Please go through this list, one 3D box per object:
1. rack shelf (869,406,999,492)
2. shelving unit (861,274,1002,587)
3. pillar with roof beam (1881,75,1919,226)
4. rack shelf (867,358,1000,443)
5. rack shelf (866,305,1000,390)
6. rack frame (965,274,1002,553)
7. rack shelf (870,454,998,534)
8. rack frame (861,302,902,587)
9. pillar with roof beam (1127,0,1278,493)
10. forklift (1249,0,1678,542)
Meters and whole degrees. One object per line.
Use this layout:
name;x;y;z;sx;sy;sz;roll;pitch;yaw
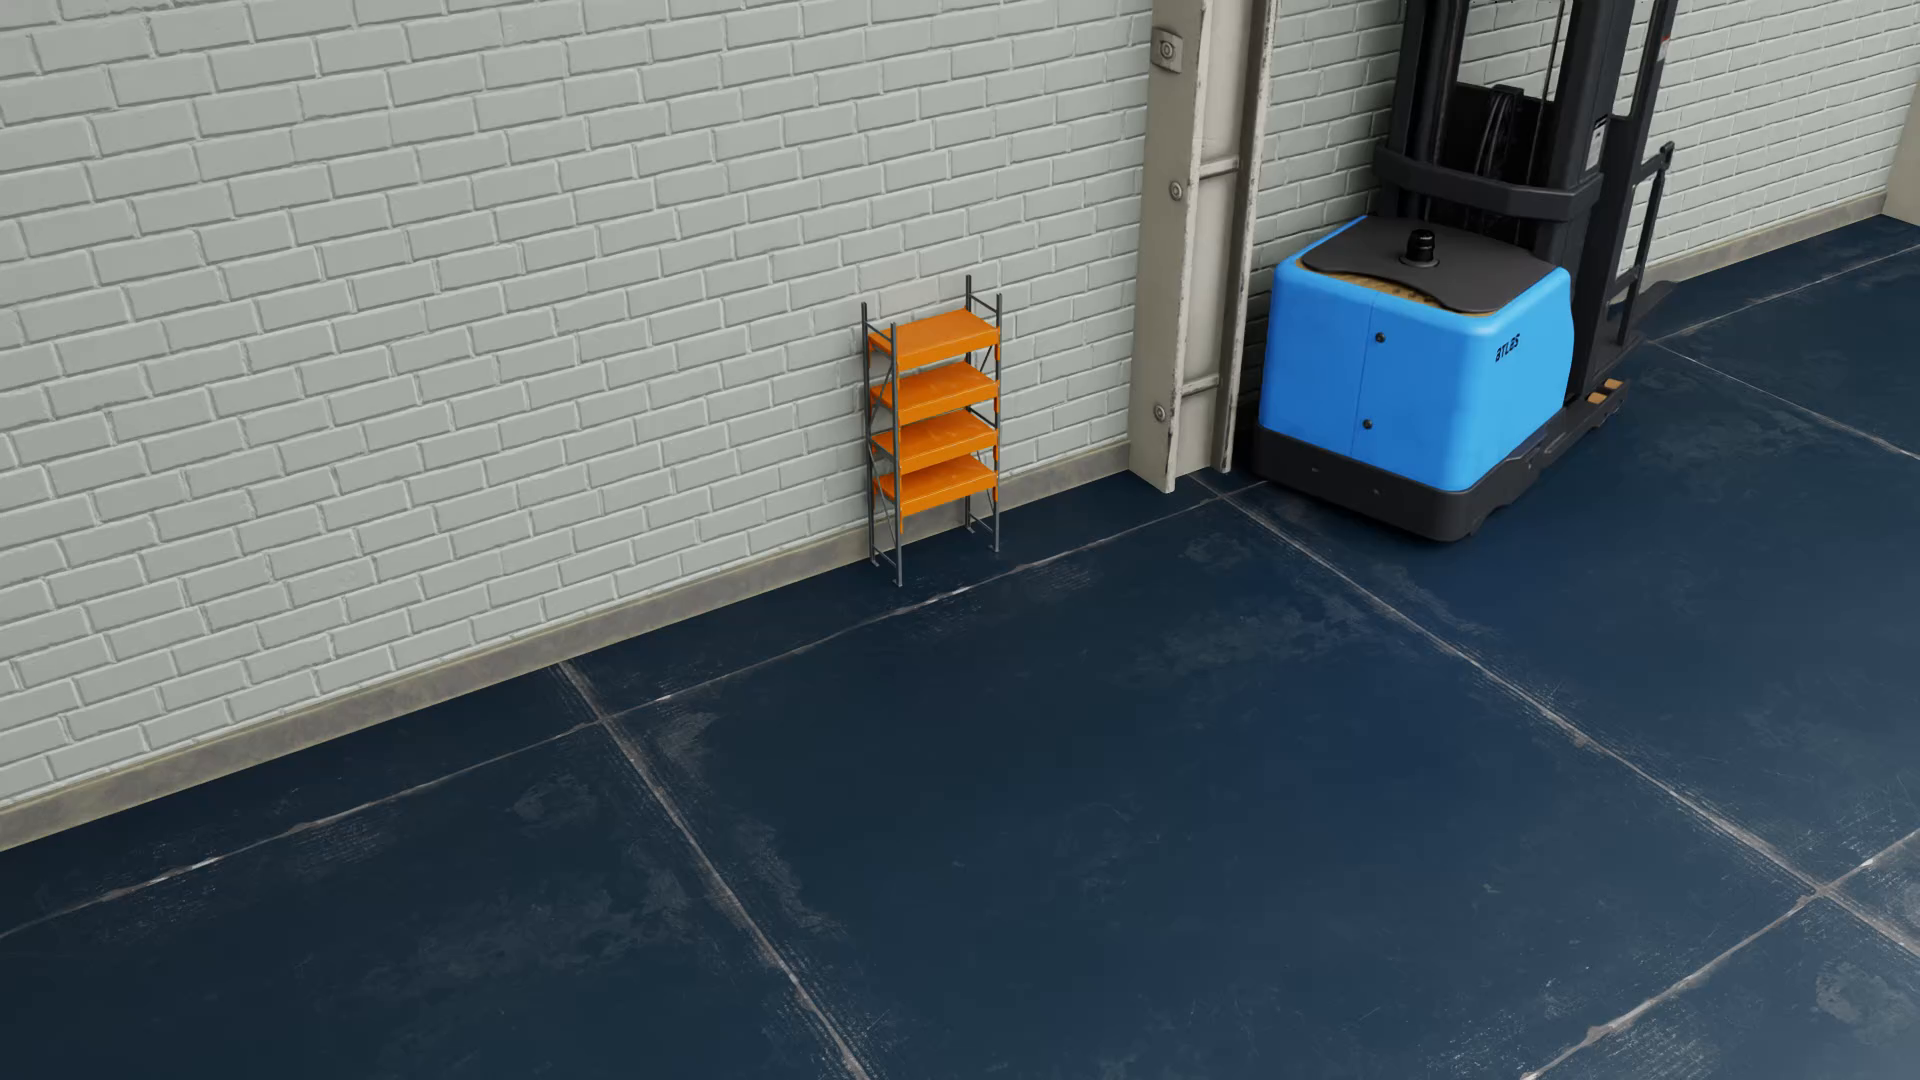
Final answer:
rack shelf;-0.109;-0.380;6.853;0.480;0.148;0.258;-19;37;-28
shelving unit;-0.109;-0.437;6.817;0.503;1.200;0.258;-19;37;-28
pillar with roof beam;8.395;-3.947;5.073;0.400;9.000;9.100;-19;37;-27
rack shelf;-0.109;-0.569;6.733;0.480;0.148;0.258;-19;37;-28
rack shelf;-0.109;-0.769;6.607;0.480;0.148;0.258;-19;37;-28
rack frame;0.094;-0.508;6.930;0.015;1.200;0.240;-19;37;-28
rack shelf;-0.110;-0.212;6.959;0.480;0.148;0.258;-19;37;-28
rack frame;-0.313;-0.365;6.704;0.015;1.200;0.240;-19;37;-28
pillar with roof beam;3.352;-2.213;2.324;0.400;9.000;9.100;-19;37;-27
forklift;2.665;-1.946;7.588;1.130;2.935;3.031;24;39;33
